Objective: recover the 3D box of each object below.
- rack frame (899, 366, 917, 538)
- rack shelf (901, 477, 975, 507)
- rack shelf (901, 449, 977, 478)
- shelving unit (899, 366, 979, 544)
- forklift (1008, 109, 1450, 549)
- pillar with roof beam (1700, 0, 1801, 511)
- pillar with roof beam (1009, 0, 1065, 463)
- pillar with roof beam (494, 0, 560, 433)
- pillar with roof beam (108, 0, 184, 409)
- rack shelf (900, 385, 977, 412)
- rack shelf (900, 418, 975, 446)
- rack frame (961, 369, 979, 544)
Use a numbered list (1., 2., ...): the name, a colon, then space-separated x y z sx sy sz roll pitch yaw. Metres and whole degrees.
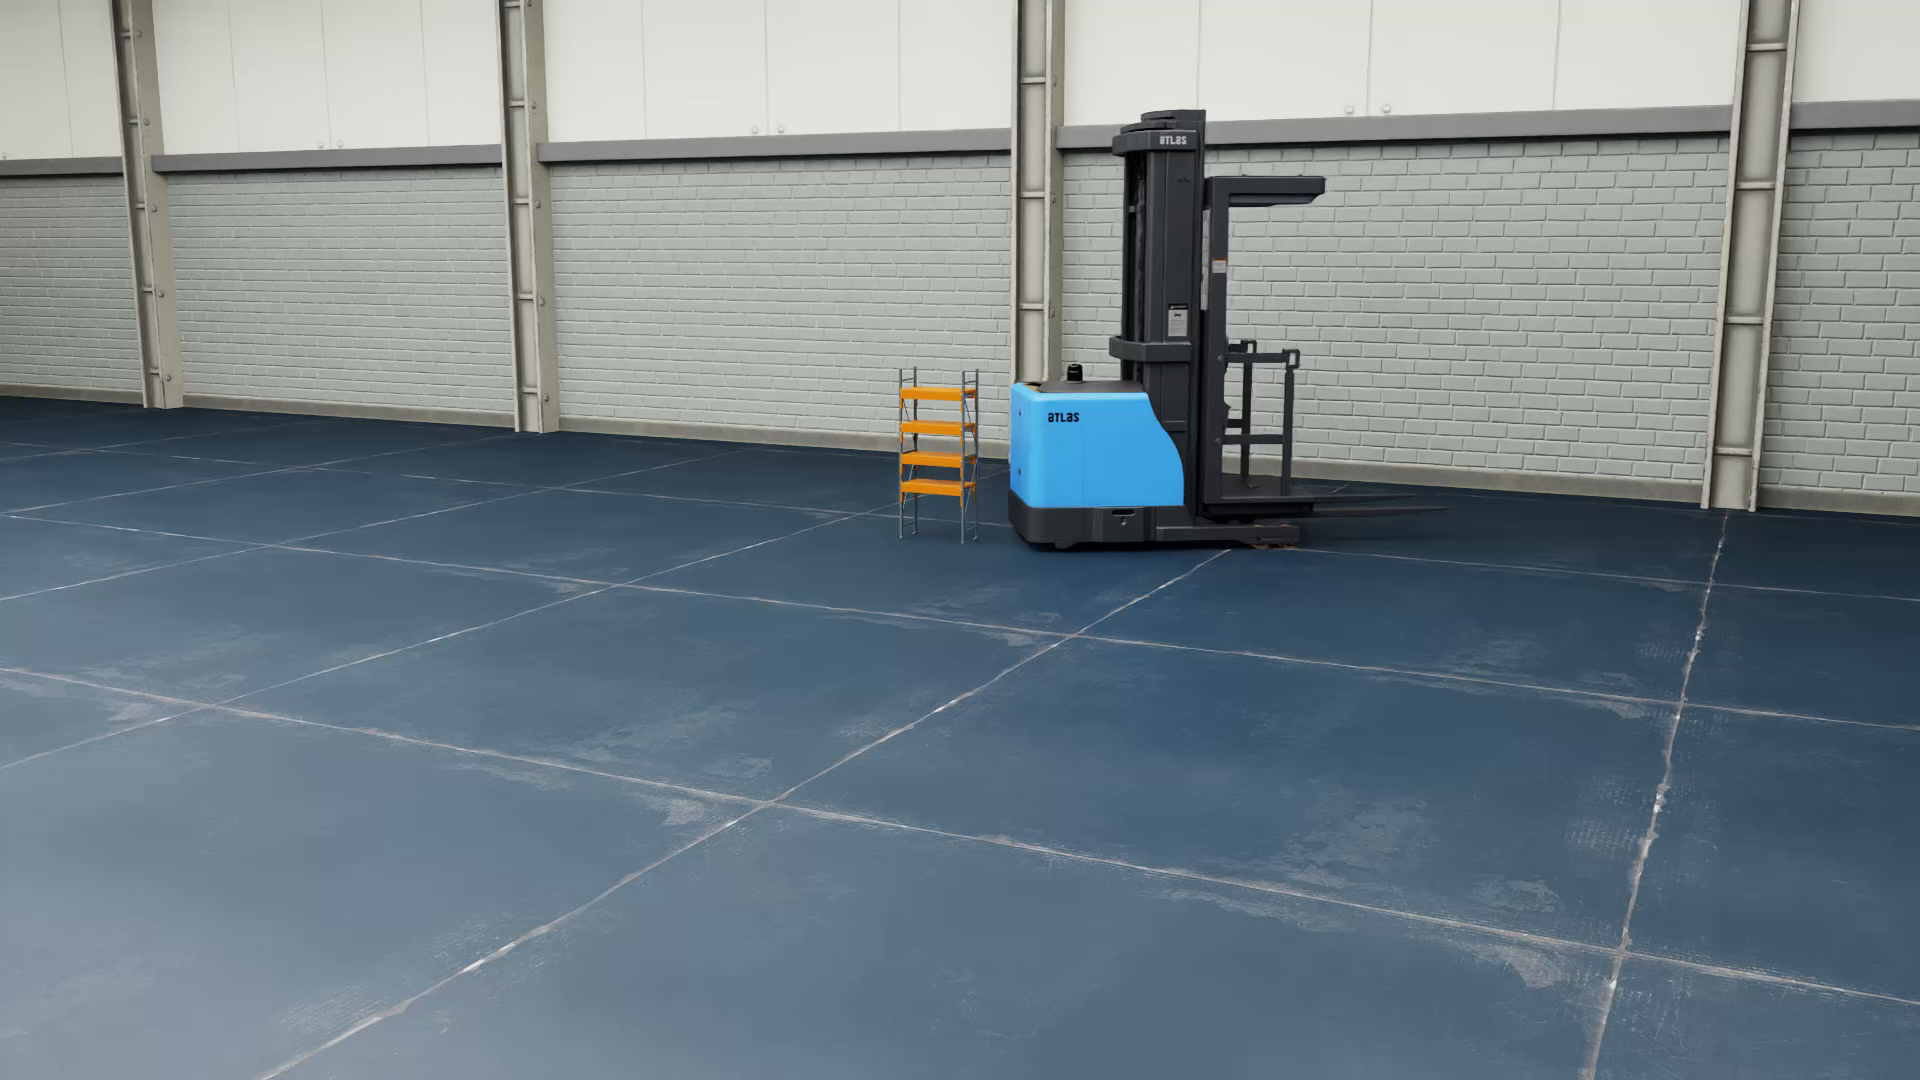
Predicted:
1. rack frame: -0.367 -0.623 11.802 0.015 1.200 0.240 5 11 26
2. rack shelf: -0.148 -0.342 11.743 0.480 0.148 0.258 5 11 26
3. rack shelf: -0.148 -0.537 11.707 0.480 0.148 0.258 5 11 26
4. shelving unit: -0.148 -0.603 11.695 0.503 1.200 0.258 5 11 26
5. forklift: 1.907 -1.472 11.636 3.031 2.935 1.130 -1 10 -7
6. pillar with roof beam: 4.187 -4.002 8.576 0.400 9.000 9.100 5 11 26
7. pillar with roof beam: -1.194 -4.475 11.188 0.400 9.000 9.100 5 11 26
8. pillar with roof beam: -6.574 -4.948 13.801 0.400 9.000 9.100 5 11 26
9. pillar with roof beam: -11.955 -5.421 16.413 0.400 9.000 9.100 5 11 26
10. rack shelf: -0.148 -0.990 11.625 0.480 0.148 0.258 5 11 26
11. rack shelf: -0.148 -0.757 11.668 0.480 0.148 0.258 5 11 26
12. rack frame: 0.070 -0.584 11.589 0.015 1.200 0.240 5 11 26
